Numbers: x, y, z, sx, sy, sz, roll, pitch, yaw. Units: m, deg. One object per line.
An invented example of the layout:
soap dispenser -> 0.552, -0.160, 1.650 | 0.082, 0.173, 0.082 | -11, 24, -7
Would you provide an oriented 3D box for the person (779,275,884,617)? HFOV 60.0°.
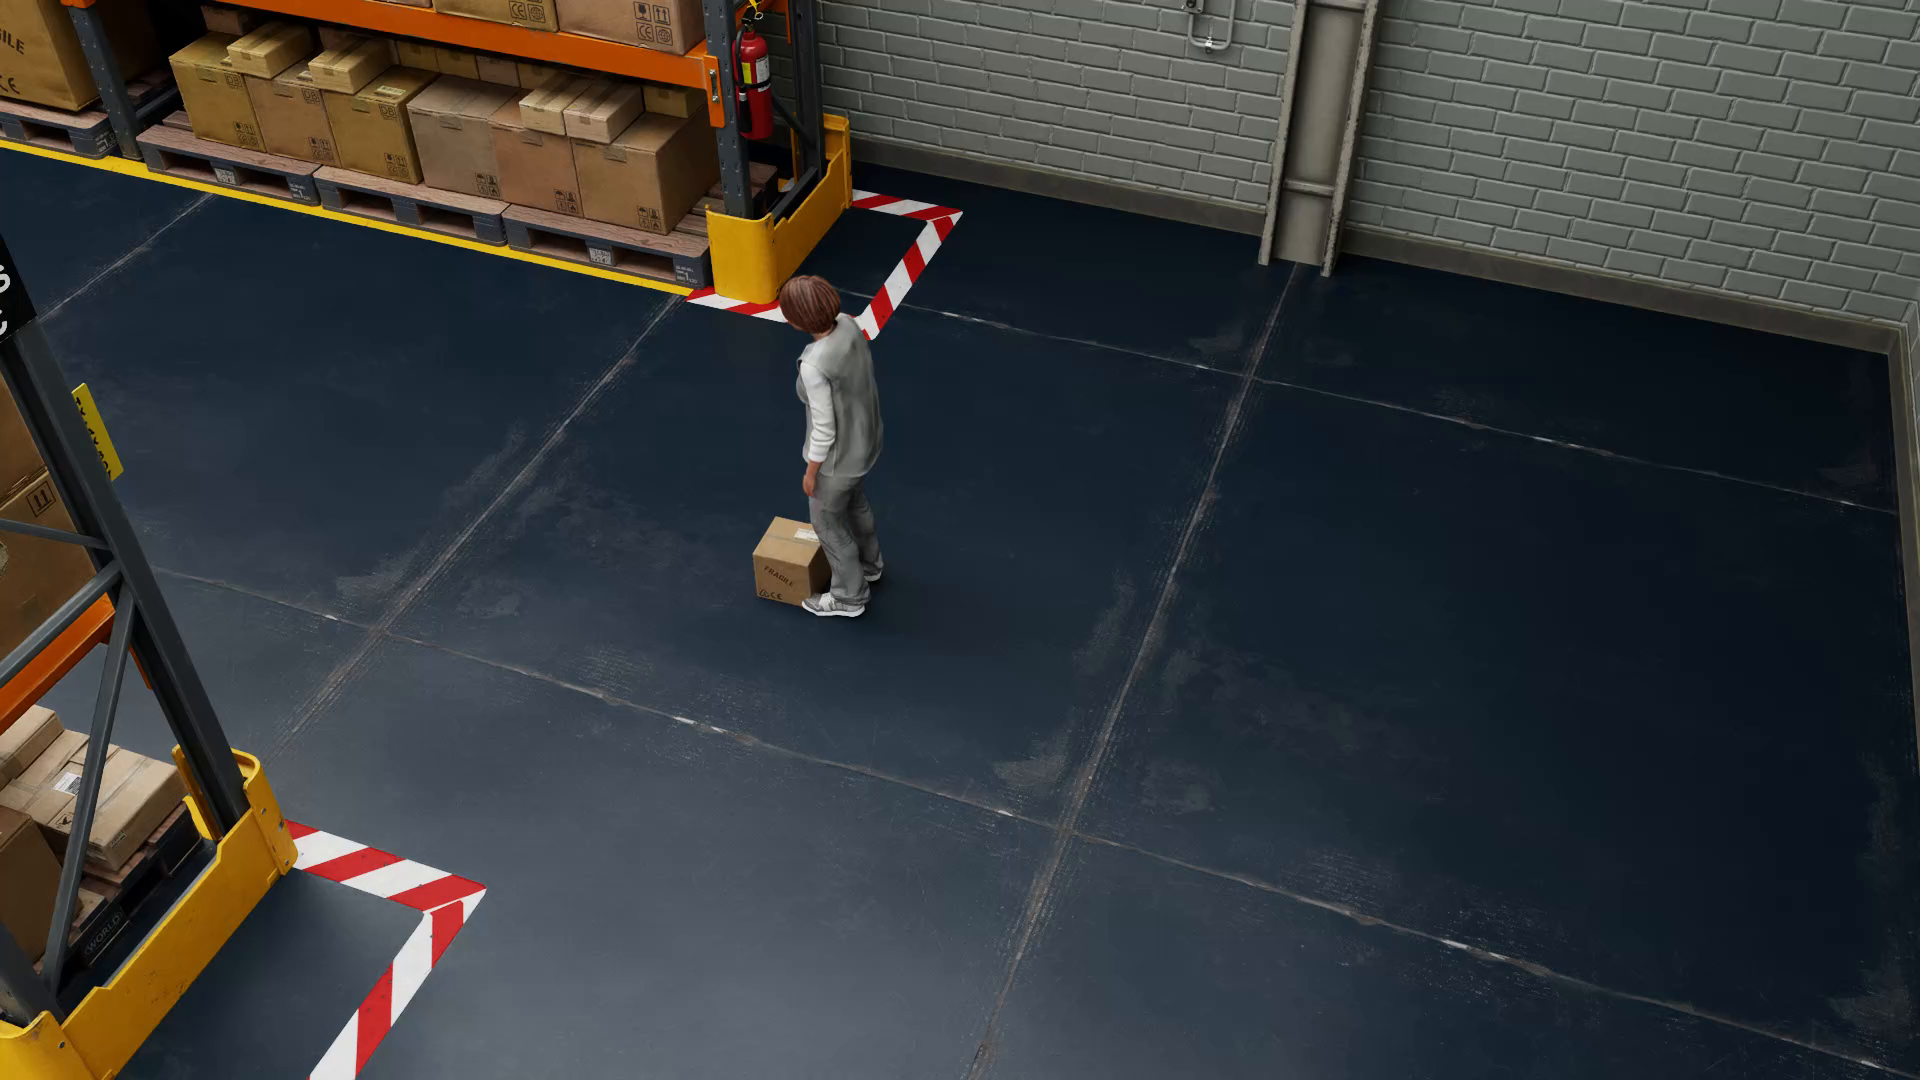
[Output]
person -> -0.485, -0.355, 6.561 | 0.349, 1.593, 0.466 | 13, 44, 14
